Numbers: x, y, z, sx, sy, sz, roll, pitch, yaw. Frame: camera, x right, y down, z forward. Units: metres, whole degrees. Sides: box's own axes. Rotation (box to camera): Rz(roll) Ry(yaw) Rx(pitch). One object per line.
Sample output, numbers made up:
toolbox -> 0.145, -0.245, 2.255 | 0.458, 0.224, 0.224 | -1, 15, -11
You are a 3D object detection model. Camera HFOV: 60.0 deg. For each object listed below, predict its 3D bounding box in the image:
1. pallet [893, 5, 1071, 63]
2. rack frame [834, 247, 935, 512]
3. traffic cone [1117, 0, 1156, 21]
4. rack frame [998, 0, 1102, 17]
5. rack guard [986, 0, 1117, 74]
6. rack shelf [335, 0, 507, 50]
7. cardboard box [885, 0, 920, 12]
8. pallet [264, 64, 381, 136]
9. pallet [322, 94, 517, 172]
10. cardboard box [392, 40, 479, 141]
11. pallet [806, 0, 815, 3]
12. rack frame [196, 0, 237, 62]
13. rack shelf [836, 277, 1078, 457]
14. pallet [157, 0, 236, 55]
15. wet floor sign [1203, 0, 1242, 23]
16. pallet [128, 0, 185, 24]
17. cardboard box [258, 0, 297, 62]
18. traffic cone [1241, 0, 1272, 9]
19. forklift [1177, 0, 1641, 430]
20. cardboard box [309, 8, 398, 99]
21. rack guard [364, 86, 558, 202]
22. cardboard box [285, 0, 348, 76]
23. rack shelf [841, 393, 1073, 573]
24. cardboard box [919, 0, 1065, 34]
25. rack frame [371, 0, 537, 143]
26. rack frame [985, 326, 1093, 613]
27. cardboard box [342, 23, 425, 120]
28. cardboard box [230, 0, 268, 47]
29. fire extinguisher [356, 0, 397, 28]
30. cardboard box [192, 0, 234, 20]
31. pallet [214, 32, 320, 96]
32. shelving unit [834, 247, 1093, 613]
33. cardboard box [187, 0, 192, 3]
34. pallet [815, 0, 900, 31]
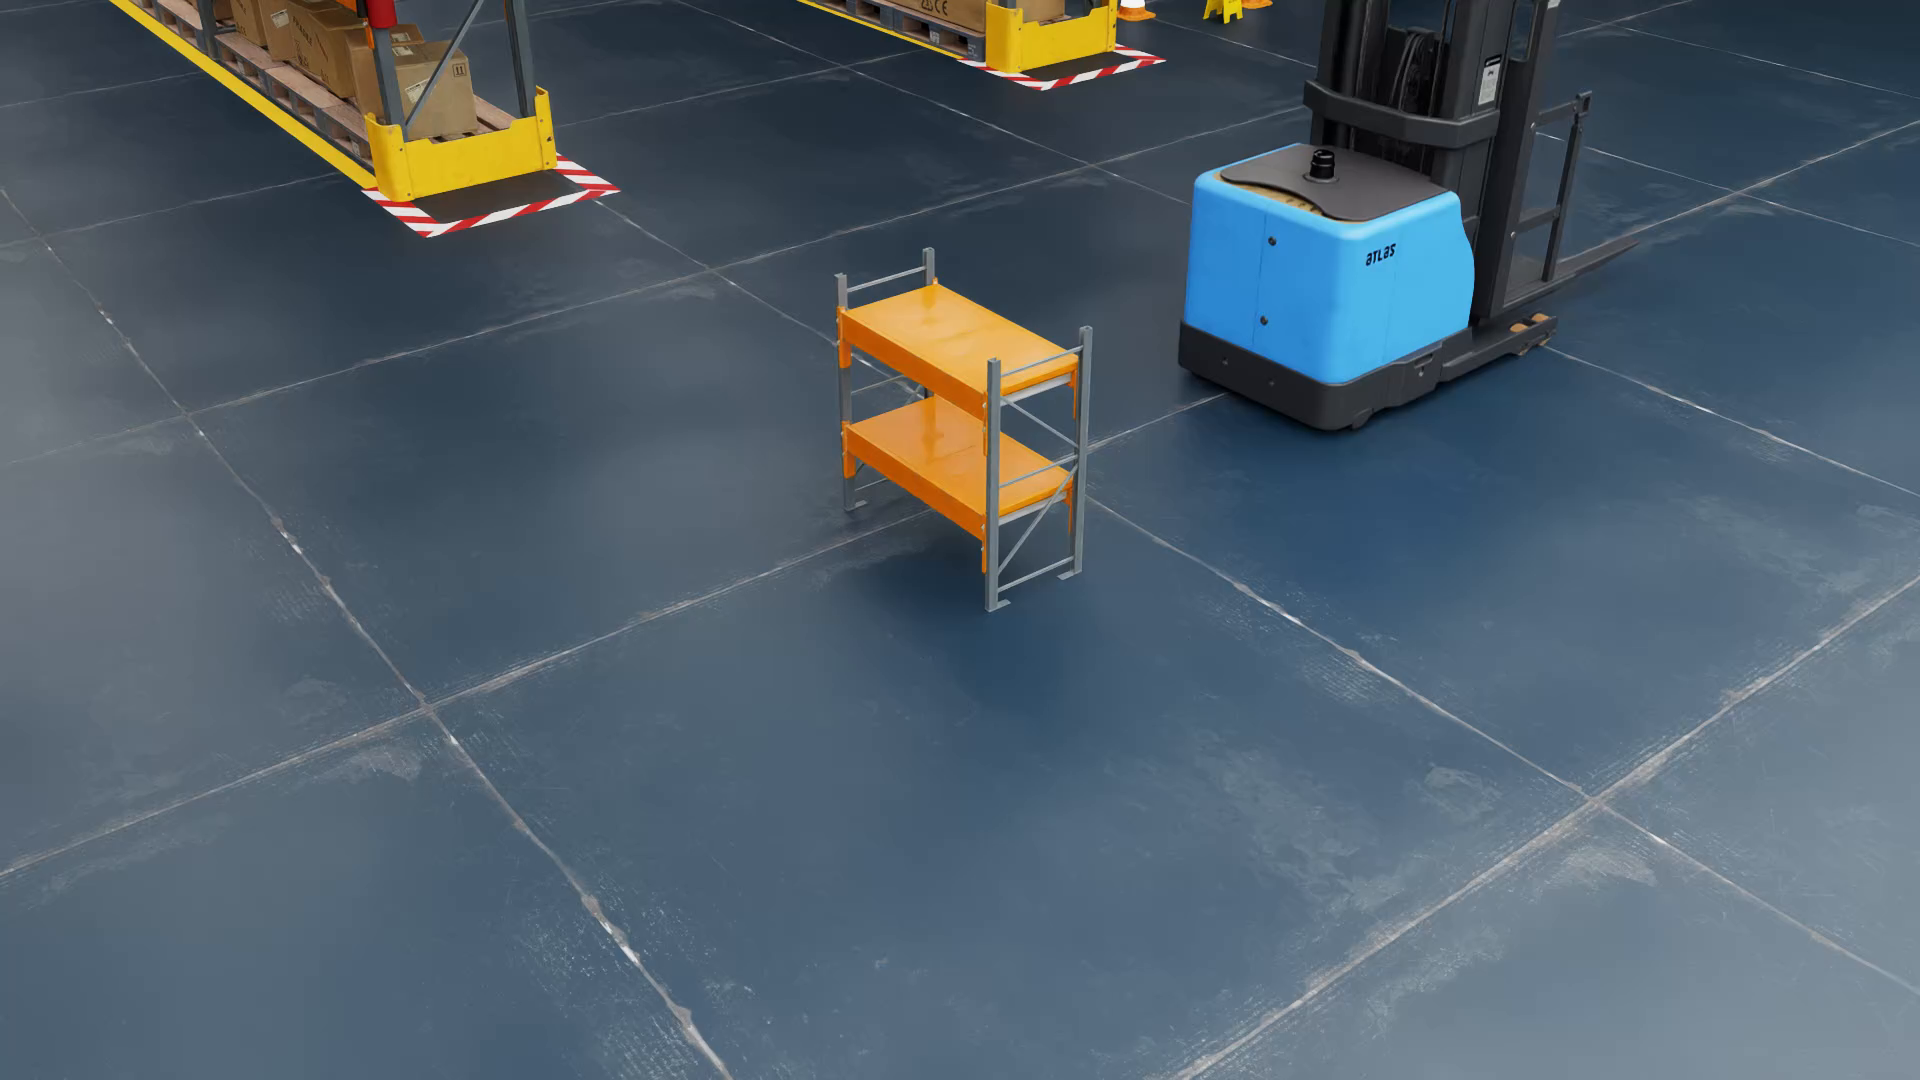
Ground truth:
pallet -> 0.181, -4.364, 14.076 | 1.003, 0.211, 1.213 | -22, 38, -31
rack frame -> -0.316, -0.693, 7.299 | 0.500, 1.125, 0.032 | -22, 38, -31
traffic cone -> 1.529, -4.843, 14.610 | 0.336, 0.463, 0.334 | -22, 38, -31
rack frame -> 0.733, -5.240, 12.844 | 1.000, 3.000, 0.127 | -22, 38, -31
rack guard -> 0.748, -4.168, 13.488 | 1.175, 0.500, 0.348 | -22, 38, -31
rack shelf -> -4.473, -4.206, 11.860 | 1.077, 0.370, 4.000 | -22, 38, -31
cardboard box -> -0.276, -5.143, 14.304 | 0.875, 0.875, 0.875 | -23, 39, -32
pallet -> -4.508, -3.383, 12.497 | 1.003, 0.211, 1.213 | -22, 38, -31
pallet -> -3.764, -2.875, 11.679 | 1.003, 0.211, 1.213 | -22, 38, -31
cardboard box -> -3.617, -3.060, 11.305 | 0.500, 0.500, 0.500 | -15, 35, -23
pallet -> -1.315, -5.381, 15.713 | 1.003, 0.211, 1.213 | -22, 38, -31
rack frame -> -5.700, -5.345, 13.012 | 1.000, 3.000, 0.127 | -22, 38, -31
rack shelf -> -0.004, -0.729, 6.803 | 0.538, 0.278, 1.000 | -22, 38, -31
pallet -> -6.178, -4.484, 14.270 | 1.003, 0.211, 1.213 | -22, 38, -31
wet floor sign -> 2.315, -4.869, 14.477 | 0.232, 0.644, 0.267 | 26, 40, 35
pallet -> -6.931, -4.993, 15.089 | 1.003, 0.211, 1.213 | -22, 38, -31
cardboard box -> -5.129, -4.045, 12.892 | 0.500, 0.500, 0.500 | -11, 33, -16
traffic cone -> 2.630, -5.067, 14.970 | 0.336, 0.463, 0.334 | -22, 38, -31
forklift -> 2.575, -2.414, 8.359 | 3.031, 2.935, 1.130 | -24, 39, -33
cardboard box -> -4.379, -3.565, 12.118 | 0.500, 0.500, 0.500 | -19, 36, -27
rack guard -> -3.294, -2.648, 11.039 | 1.175, 0.500, 0.348 | -22, 38, -31
cardboard box -> -4.686, -3.812, 12.516 | 0.500, 0.500, 0.500 | -26, 40, -35
rack shelf -> -0.004, -0.273, 7.087 | 0.538, 0.278, 1.000 | -22, 38, -31
cardboard box -> 0.265, -4.777, 13.715 | 0.875, 0.875, 0.875 | -22, 38, -31
rack frame -> -3.247, -3.678, 10.328 | 1.000, 3.000, 0.127 | -22, 38, -31
rack frame -> 0.308, -0.269, 6.617 | 0.500, 1.125, 0.032 | -22, 38, -31
cardboard box -> -4.010, -3.298, 11.688 | 0.500, 0.500, 0.500 | -12, 34, -19
cardboard box -> -5.486, -4.282, 13.272 | 0.500, 0.500, 0.500 | -24, 39, -33
fire extinguisher -> -3.541, -3.448, 10.032 | 0.296, 0.674, 0.183 | -22, 38, -31
cardboard box -> -6.059, -4.733, 13.979 | 0.700, 0.500, 0.500 | -26, 40, -35
pallet -> -5.260, -3.892, 13.316 | 1.003, 0.211, 1.213 | -22, 38, -31
shelving unit -> -0.004, -0.481, 6.958 | 0.538, 1.125, 1.048 | -22, 38, -31
cardboard box -> -6.337, -4.938, 14.309 | 0.700, 0.500, 0.500 | -23, 38, -32
pallet -> -0.563, -4.872, 14.894 | 1.003, 0.211, 1.213 | -22, 38, -31
